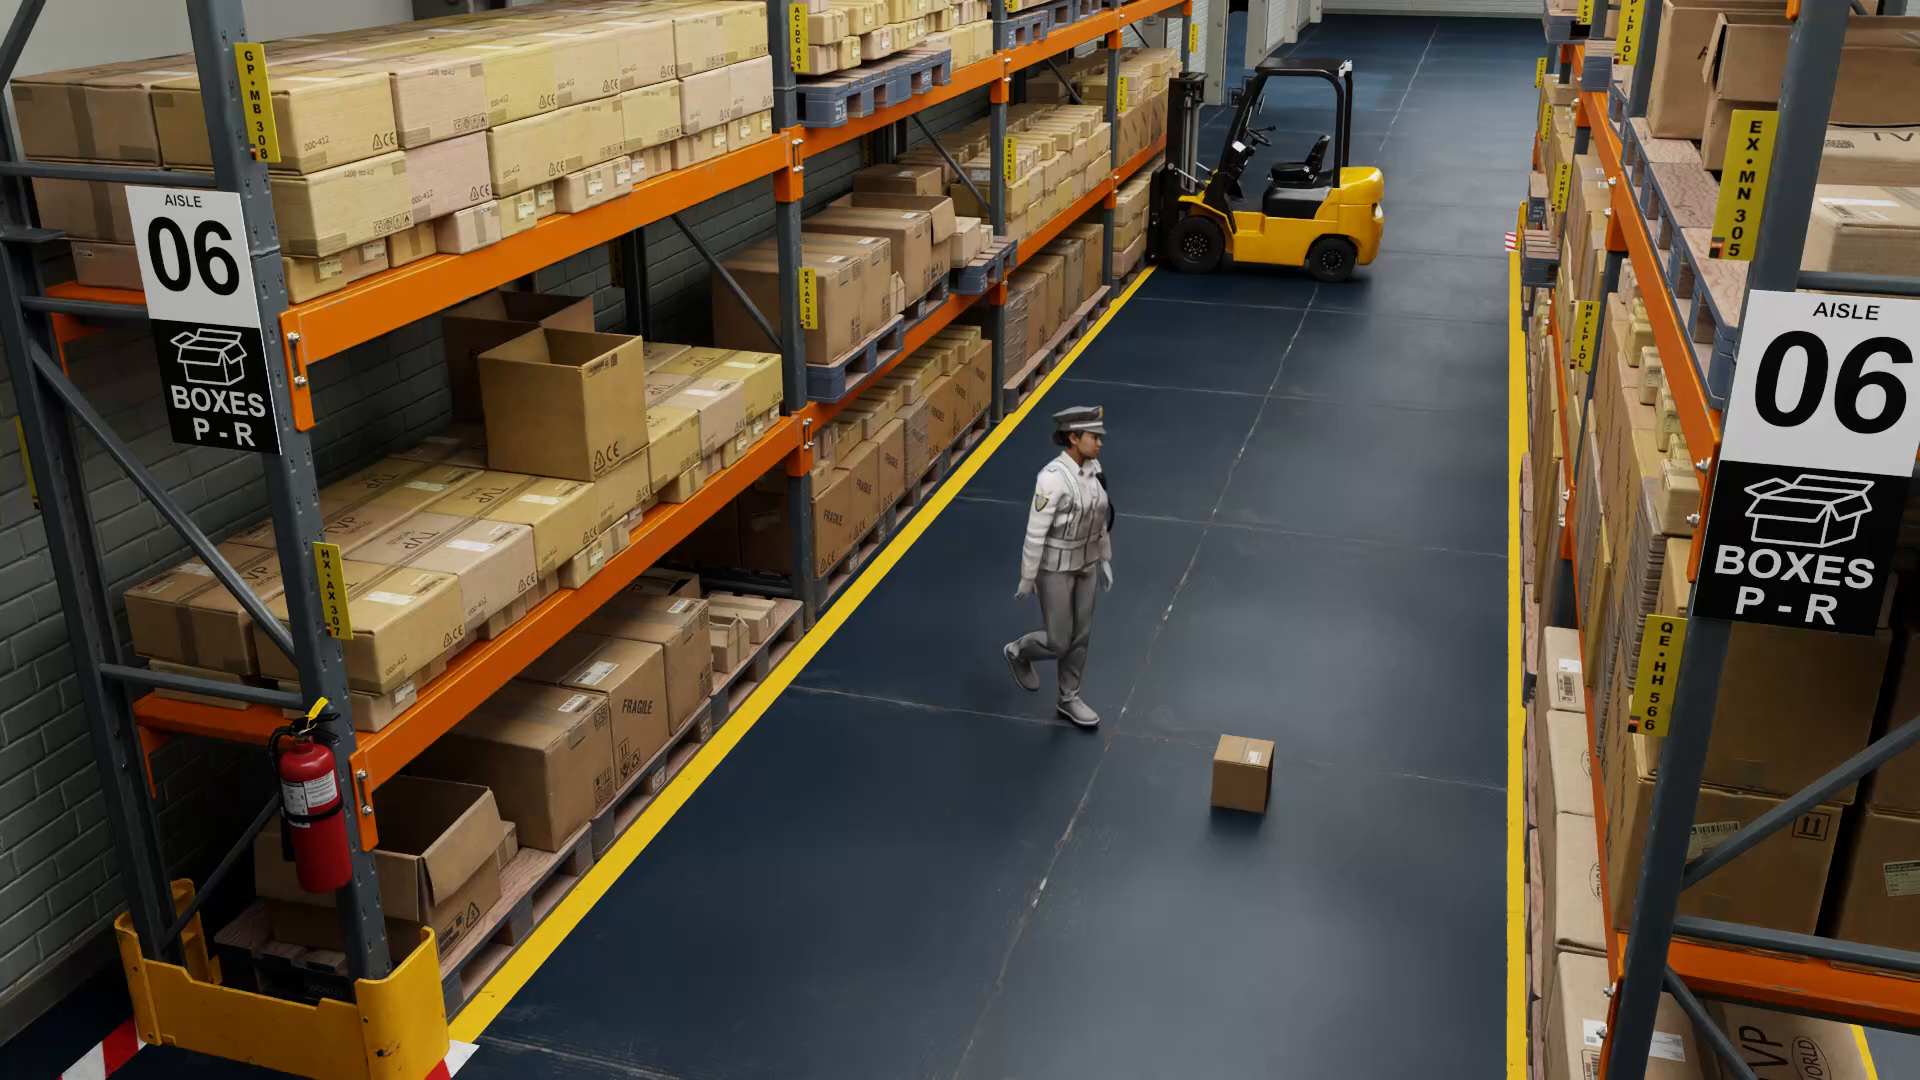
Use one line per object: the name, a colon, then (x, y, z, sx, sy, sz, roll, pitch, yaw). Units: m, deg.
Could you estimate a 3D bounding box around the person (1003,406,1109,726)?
person: (0.480, 0.105, 8.272, 0.349, 1.659, 0.576, -20, 29, -40)
